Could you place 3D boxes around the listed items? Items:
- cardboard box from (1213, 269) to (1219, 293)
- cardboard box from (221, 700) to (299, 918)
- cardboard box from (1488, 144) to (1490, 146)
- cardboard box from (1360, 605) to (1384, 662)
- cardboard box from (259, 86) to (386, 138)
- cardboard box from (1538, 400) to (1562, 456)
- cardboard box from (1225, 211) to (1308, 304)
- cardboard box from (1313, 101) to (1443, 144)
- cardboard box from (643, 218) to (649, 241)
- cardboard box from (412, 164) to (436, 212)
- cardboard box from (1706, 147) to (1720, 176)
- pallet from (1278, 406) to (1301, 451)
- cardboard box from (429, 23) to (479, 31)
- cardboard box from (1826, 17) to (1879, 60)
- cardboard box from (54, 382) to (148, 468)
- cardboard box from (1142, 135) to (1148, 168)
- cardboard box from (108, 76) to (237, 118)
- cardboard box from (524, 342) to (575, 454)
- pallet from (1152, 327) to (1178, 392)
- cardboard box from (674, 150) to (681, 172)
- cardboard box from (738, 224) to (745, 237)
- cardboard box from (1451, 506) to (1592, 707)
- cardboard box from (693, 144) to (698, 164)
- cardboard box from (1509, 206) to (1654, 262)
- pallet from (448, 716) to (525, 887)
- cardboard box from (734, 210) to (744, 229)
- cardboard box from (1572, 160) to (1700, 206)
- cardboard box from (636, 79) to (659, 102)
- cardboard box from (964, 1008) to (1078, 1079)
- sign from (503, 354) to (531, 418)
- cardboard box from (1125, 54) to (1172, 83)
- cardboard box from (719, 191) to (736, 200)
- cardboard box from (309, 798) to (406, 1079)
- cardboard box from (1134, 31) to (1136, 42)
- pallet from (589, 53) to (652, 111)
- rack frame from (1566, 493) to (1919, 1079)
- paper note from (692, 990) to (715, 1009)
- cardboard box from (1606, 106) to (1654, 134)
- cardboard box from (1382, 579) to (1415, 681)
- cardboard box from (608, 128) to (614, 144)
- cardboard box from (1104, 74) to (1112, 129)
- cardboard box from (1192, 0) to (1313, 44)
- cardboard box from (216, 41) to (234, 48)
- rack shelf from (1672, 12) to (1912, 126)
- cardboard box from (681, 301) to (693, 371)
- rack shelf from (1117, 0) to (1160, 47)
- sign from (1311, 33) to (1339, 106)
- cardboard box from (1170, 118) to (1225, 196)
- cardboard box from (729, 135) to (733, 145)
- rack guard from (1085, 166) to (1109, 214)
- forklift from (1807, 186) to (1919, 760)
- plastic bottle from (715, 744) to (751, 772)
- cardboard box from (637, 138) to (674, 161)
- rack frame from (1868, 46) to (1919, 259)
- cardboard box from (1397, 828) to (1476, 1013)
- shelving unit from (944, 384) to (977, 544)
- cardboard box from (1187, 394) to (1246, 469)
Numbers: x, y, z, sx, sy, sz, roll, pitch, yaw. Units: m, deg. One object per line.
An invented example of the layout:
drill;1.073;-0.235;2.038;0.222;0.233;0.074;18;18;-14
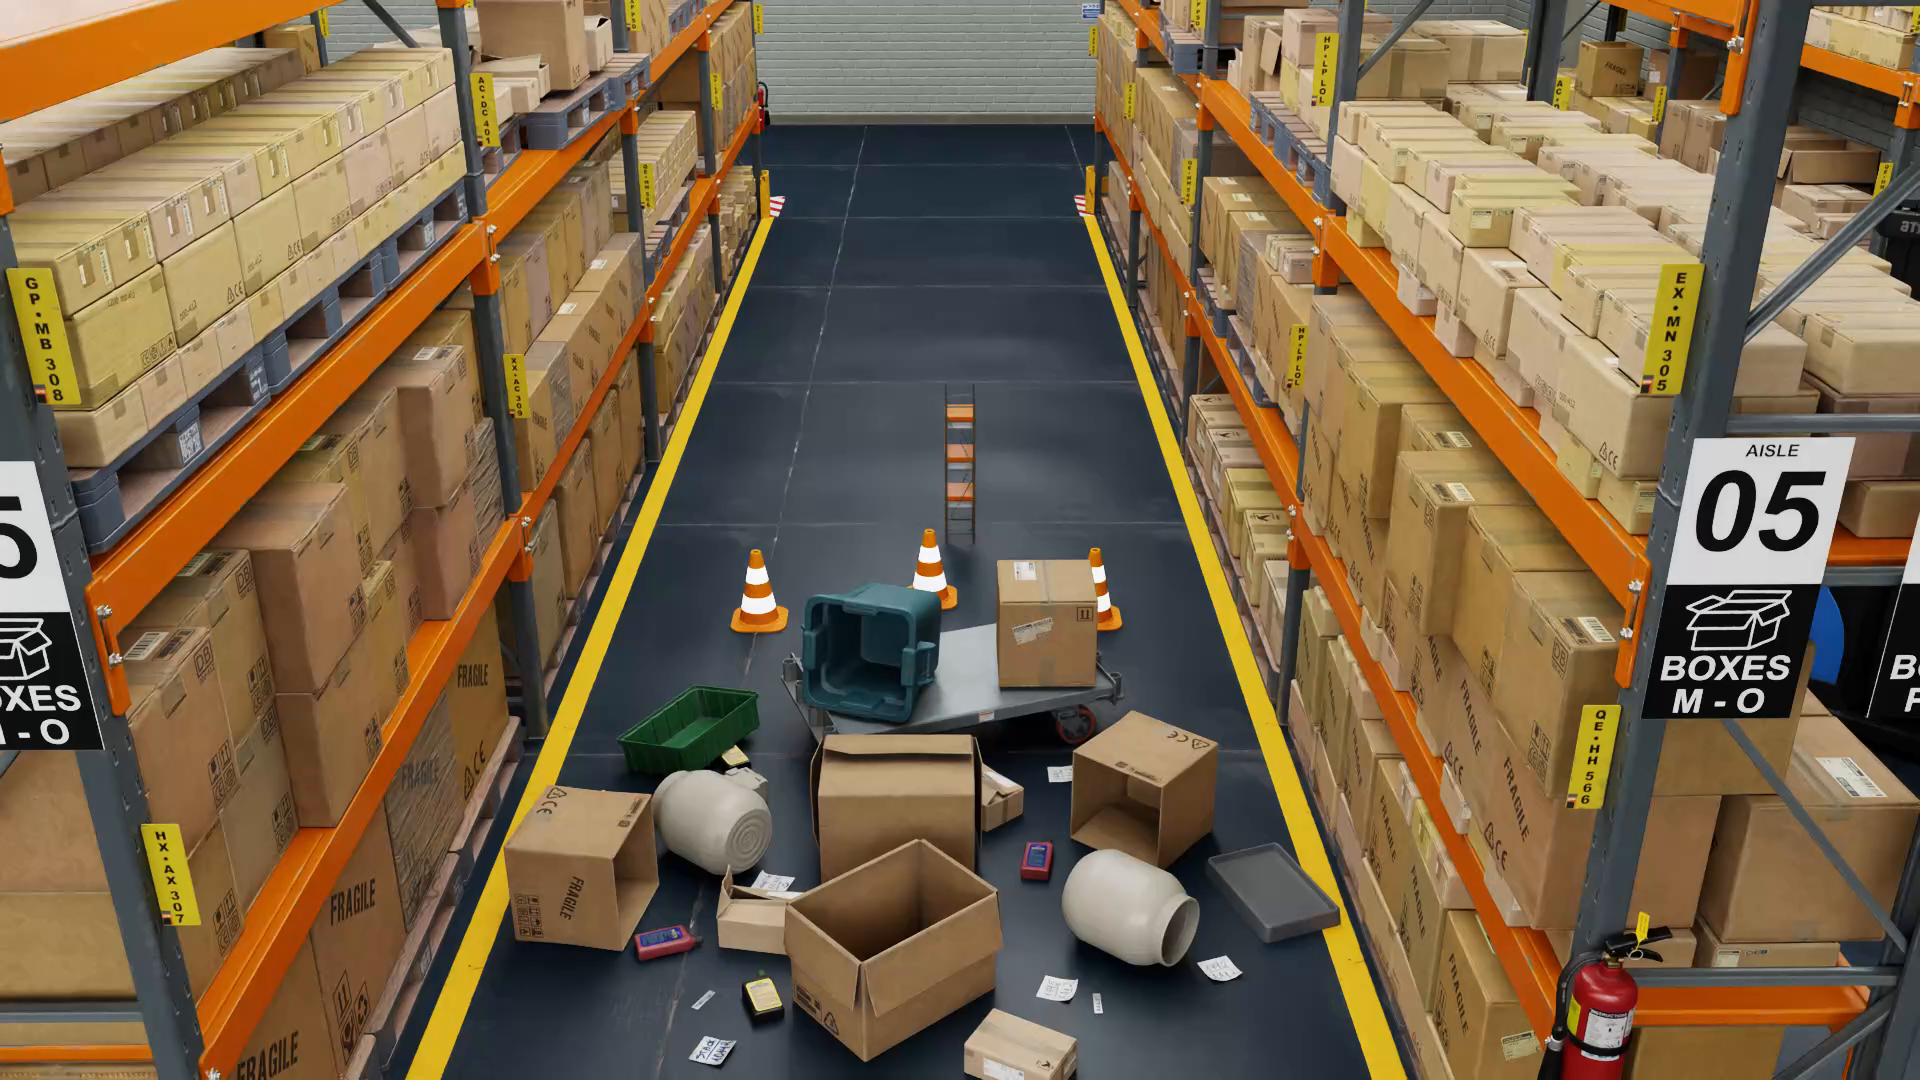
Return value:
cardboard box;1.930;-1.741;11.254;0.380;0.149;0.250;-2;24;-4
cardboard box;-2.752;0.885;5.472;0.875;0.550;0.550;0;24;-1
cardboard box;2.504;-1.633;7.401;0.500;0.250;0.500;0;24;-1
cardboard box;1.917;0.393;7.046;0.380;0.149;0.250;0;24;0
cardboard box;-2.384;-1.602;6.218;0.380;0.149;0.250;0;24;0
cardboard box;1.986;-0.342;5.031;0.380;0.149;0.250;0;24;1
cardboard box;1.985;-1.781;10.555;0.500;0.500;0.500;0;24;0
cardboard box;2.079;-2.110;8.307;0.500;0.250;0.500;-1;24;-2
cardboard box;-2.568;-2.337;12.573;0.380;0.149;0.250;1;24;2
cardboard box;-2.388;-1.446;6.842;0.380;0.149;0.250;0;24;0
cardboard box;6.738;-3.256;14.463;0.396;0.266;0.258;1;24;2
pallet;2.367;-0.608;9.188;1.003;0.211;1.213;0;24;-1
cardboard box;-2.969;-2.994;10.141;0.500;0.250;0.500;0;24;1
cardboard box;6.895;-3.768;12.483;0.500;0.250;0.500;0;24;0
cardboard box;-2.358;-0.300;4.307;0.380;0.149;0.250;0;24;0
cardboard box;1.899;-3.439;14.788;0.500;0.250;0.500;0;24;0
cardboard box;-3.045;-1.703;6.442;0.380;0.149;0.250;-1;24;-1
cardboard box;-2.462;-0.788;9.230;0.500;0.500;0.500;0;24;0
pallet;2.243;-1.584;14.497;1.003;0.211;1.213;0;24;-1
cardboard box;-2.591;-3.231;14.189;0.380;0.149;0.250;-1;24;-3
cardboard box;-2.550;-3.403;18.085;0.380;0.149;0.250;0;24;0
cardboard box;2.052;0.213;5.442;0.700;0.500;0.500;0;24;0
cardboard box;-2.604;-3.527;15.203;0.380;0.149;0.250;-1;24;-2
cardboard box;2.066;-1.010;5.541;0.380;0.149;0.250;-1;24;-2
pallet;-2.789;1.268;8.190;1.003;0.211;1.213;0;24;-1
cardboard box;-2.517;-3.426;17.774;0.380;0.149;0.250;0;24;0
cardboard box;2.533;-1.332;6.251;0.380;0.149;0.250;0;24;0
cardboard box;-3.081;-4.442;15.735;0.500;0.500;0.500;-1;24;-2
cardboard box;0.239;2.036;6.567;0.380;0.149;0.250;13;27;27
sign;-2.164;-0.750;8.121;0.100;0.325;0.005;0;24;-1
cardboard box;1.861;-4.371;15.939;0.500;0.500;0.500;0;24;-1
cardboard box;-2.625;-3.671;17.954;0.380;0.149;0.250;-1;24;-2
cardboard box;-2.760;1.467;6.435;0.875;0.875;0.875;-1;24;-1
cardboard box;1.913;-4.915;16.355;0.380;0.149;0.250;0;24;-1
pallet;-2.702;-2.980;10.788;1.213;0.211;1.003;1;24;2
rack frame;2.274;1.268;4.806;1.000;3.000;0.127;0;24;-1
paper note;-1.075;1.928;6.974;0.032;0.001;0.123;13;27;27
cardboard box;6.836;-4.183;16.679;0.500;0.250;0.500;0;24;0
cardboard box;2.003;0.243;6.590;0.500;0.500;0.500;0;24;0
cardboard box;-3.252;-3.576;14.589;0.380;0.149;0.250;0;24;0
cardboard box;1.838;-4.753;17.998;0.500;0.500;0.500;0;24;-1
cardboard box;2.031;-3.788;11.711;0.797;0.503;0.637;-2;24;-4
cardboard box;-8.058;-5.071;17.732;0.500;0.500;0.500;-1;24;-2
rack shelf;7.128;-3.915;13.500;1.077;0.370;4.000;0;24;-1
cardboard box;-2.534;-1.728;13.955;0.500;0.500;0.500;-1;24;-2
rack shelf;2.121;-5.540;17.091;1.077;0.370;4.000;0;24;-1
sign;1.675;-2.158;7.636;0.100;0.325;0.005;0;24;-1
cardboard box;1.905;-2.953;12.804;0.500;0.500;0.500;0;24;0
cardboard box;-2.545;-4.159;17.110;0.380;0.149;0.250;1;24;2
rack guard;2.099;-4.196;19.920;1.175;0.500;0.348;0;24;-1
forklift;5.309;-0.343;8.451;3.031;2.935;1.130;17;30;34
plastic bottle;-1.207;1.130;8.678;0.133;0.061;0.283;-14;28;-28
cardboard box;-2.593;-3.259;13.889;0.380;0.149;0.250;-1;24;-3
rack frame;7.150;-2.052;12.147;1.000;3.000;0.127;0;24;-1
cardboard box;1.995;1.444;6.334;0.500;0.500;0.500;1;24;1
shelving unit;-0.001;-0.500;11.082;0.215;1.050;0.252;0;24;-1
cardboard box;2.183;-0.789;12.035;0.950;0.372;0.625;-2;24;-4
